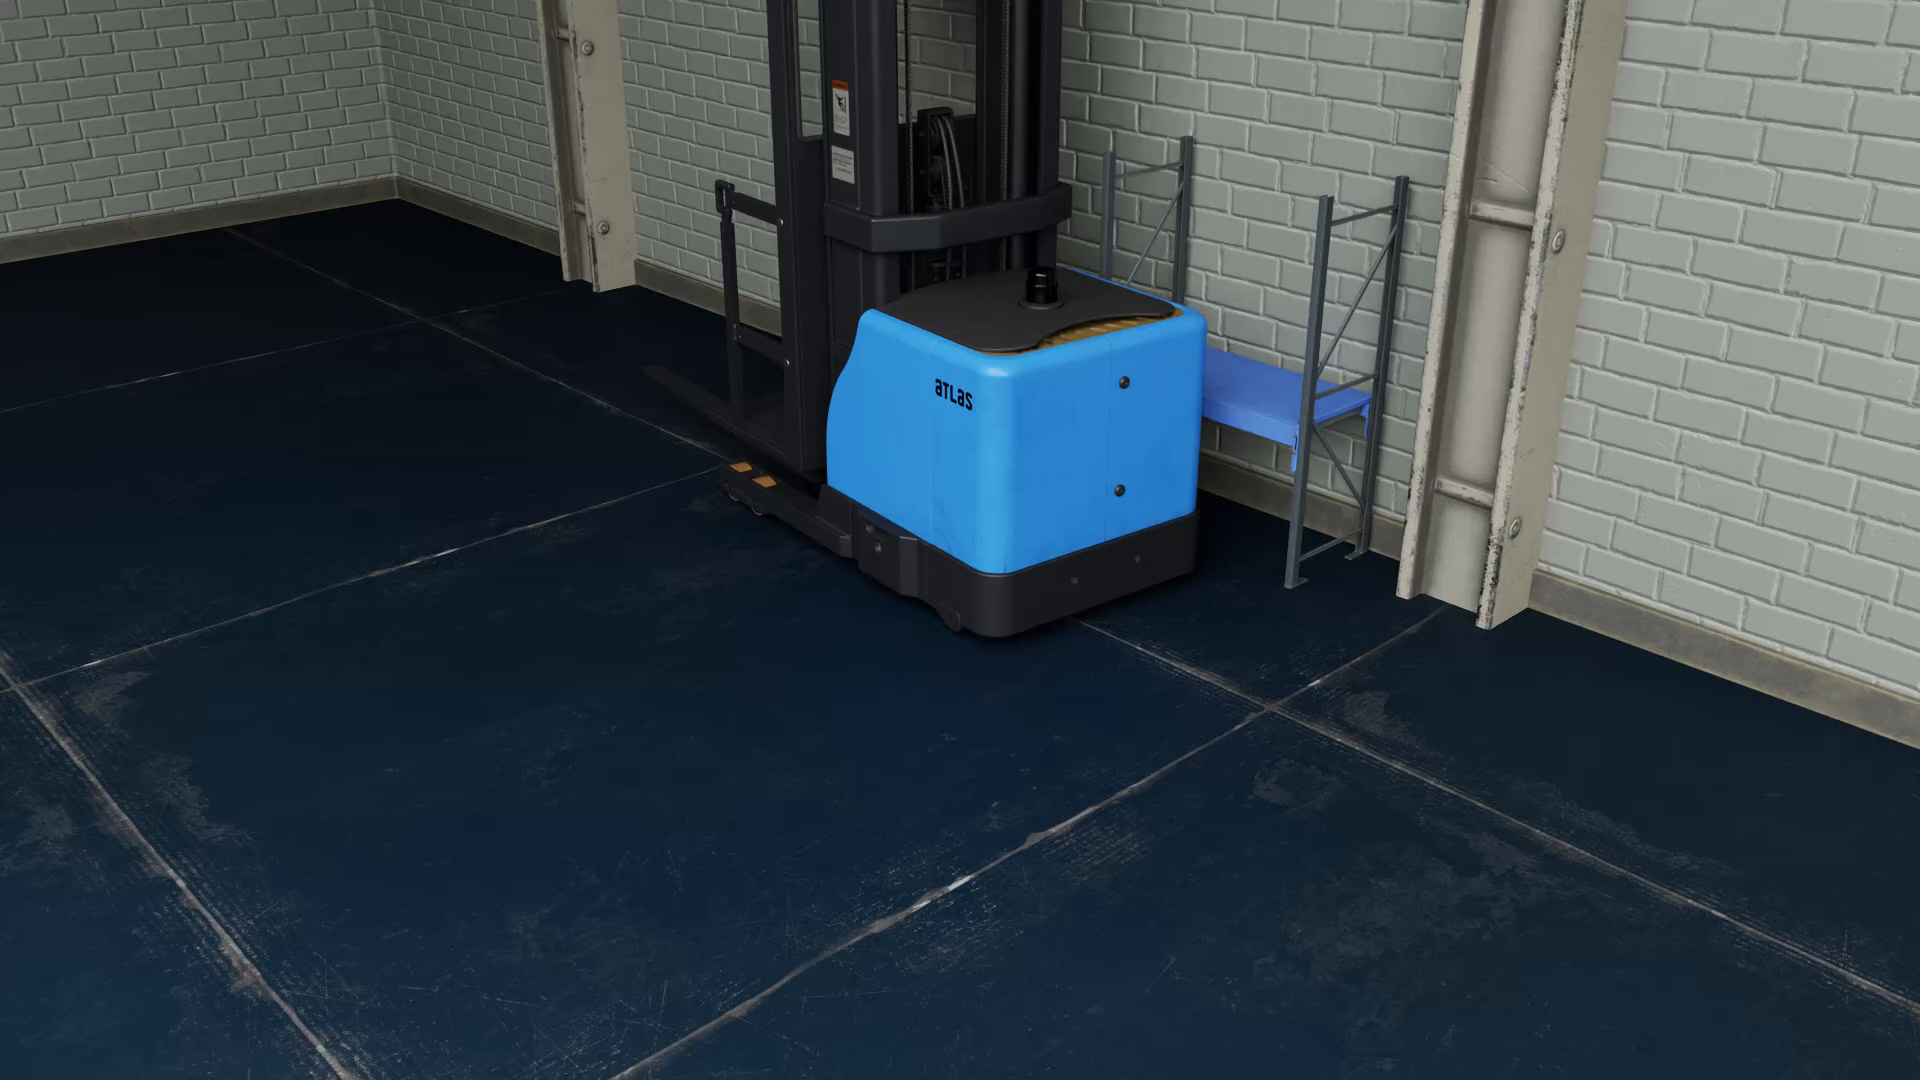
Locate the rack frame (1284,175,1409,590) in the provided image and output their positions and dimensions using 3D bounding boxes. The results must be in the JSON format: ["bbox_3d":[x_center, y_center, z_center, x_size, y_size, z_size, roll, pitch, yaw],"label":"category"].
[{"bbox_3d":[1.433,-0.568,6.188,0.500,1.500,0.032,-21,32,-38],"label":"rack frame"}]

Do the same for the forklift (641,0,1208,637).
[{"bbox_3d":[-0.375,-1.543,6.601,1.130,2.935,3.031,-17,30,-33],"label":"forklift"}]

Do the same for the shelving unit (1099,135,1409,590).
[{"bbox_3d":[1.090,-0.724,6.529,0.538,1.500,1.048,-21,32,-38],"label":"shelving unit"}]

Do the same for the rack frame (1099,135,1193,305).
[{"bbox_3d":[0.746,-0.879,6.870,0.500,1.500,0.032,-21,32,-38],"label":"rack frame"}]

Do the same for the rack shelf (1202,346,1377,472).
[{"bbox_3d":[1.090,-0.560,6.604,0.538,0.185,1.000,-21,32,-38],"label":"rack shelf"}]

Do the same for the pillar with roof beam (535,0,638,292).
[{"bbox_3d":[-5.350,-4.467,5.700,9.100,9.000,0.400,-21,32,-38],"label":"pillar with roof beam"}]

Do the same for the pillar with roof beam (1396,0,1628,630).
[{"bbox_3d":[-1.249,-2.649,1.715,9.100,9.000,0.400,-21,32,-38],"label":"pillar with roof beam"}]
